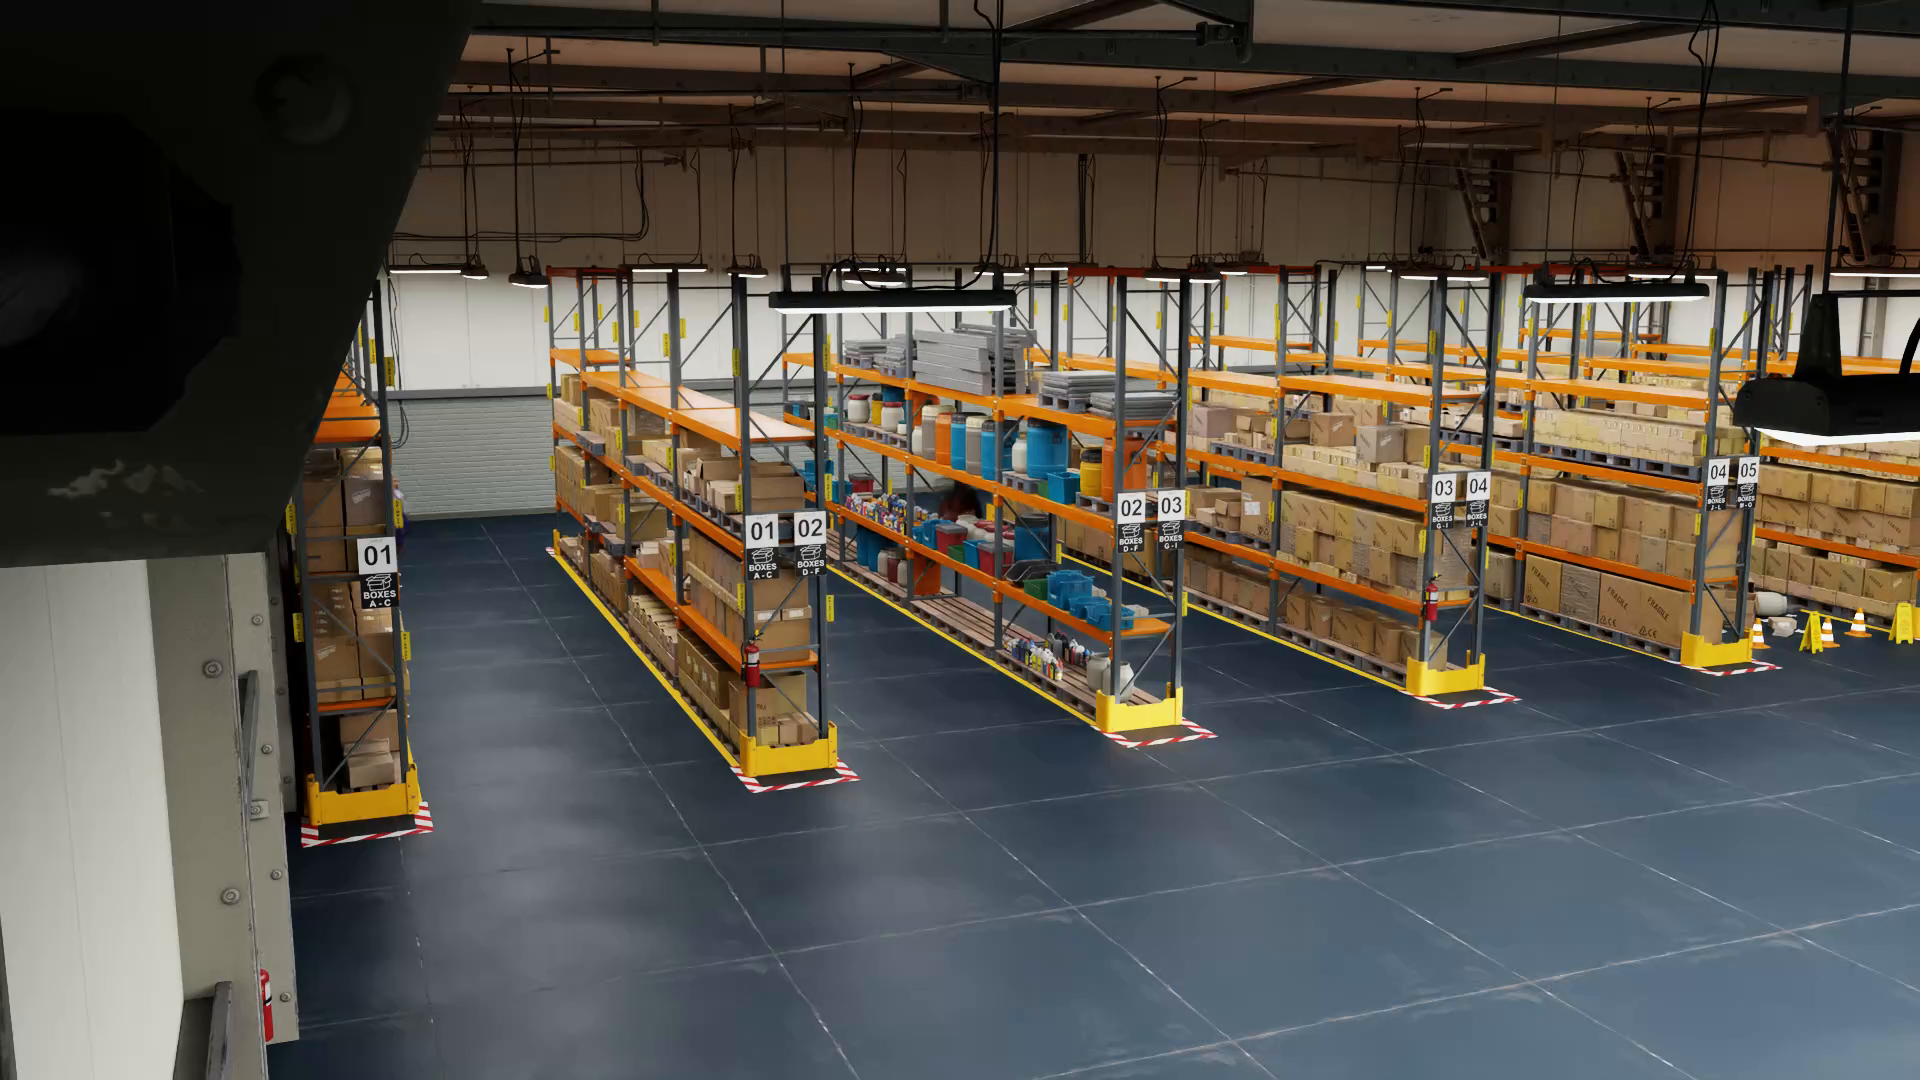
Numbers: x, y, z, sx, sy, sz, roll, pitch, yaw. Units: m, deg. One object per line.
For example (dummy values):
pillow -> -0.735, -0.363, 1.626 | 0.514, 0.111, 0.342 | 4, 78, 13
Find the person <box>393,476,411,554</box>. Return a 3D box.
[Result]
person -> -11.809, -0.521, 34.895 | 0.503, 1.674, 0.502 | -3, 10, -18
